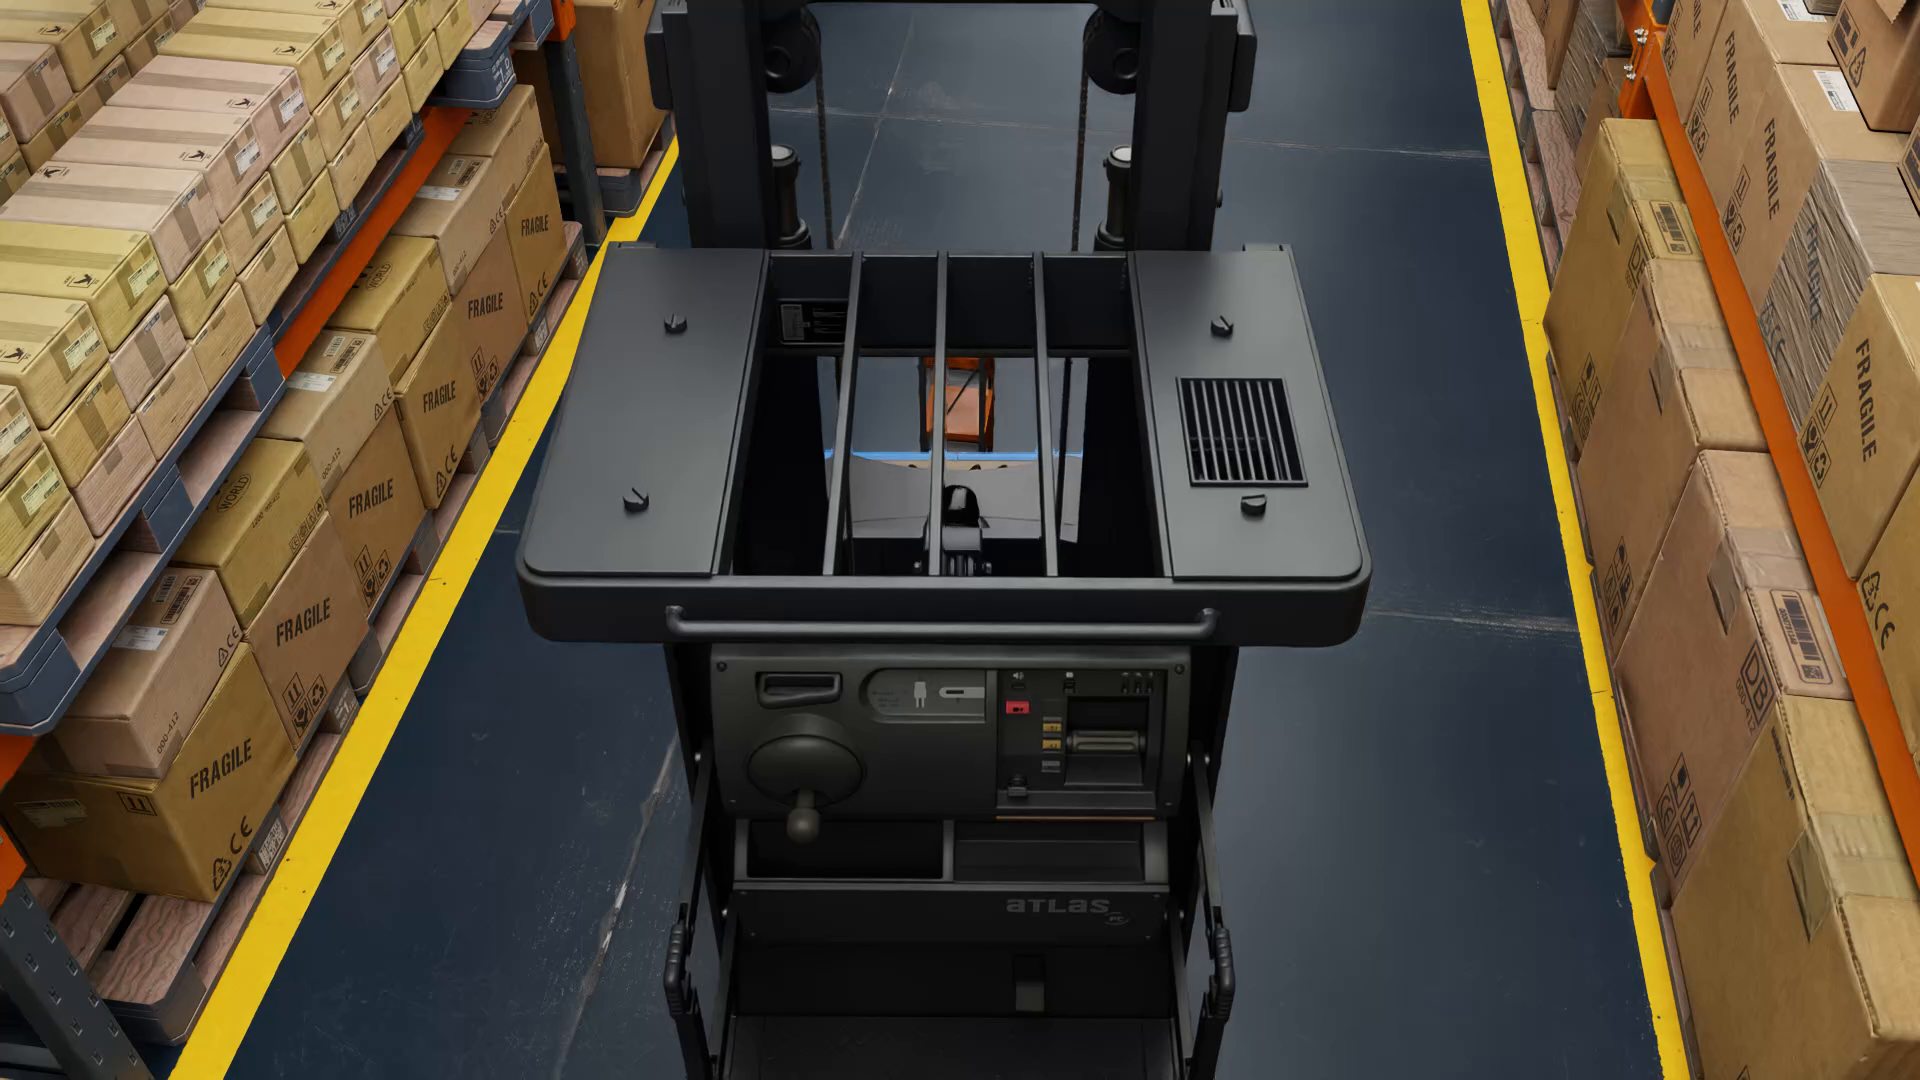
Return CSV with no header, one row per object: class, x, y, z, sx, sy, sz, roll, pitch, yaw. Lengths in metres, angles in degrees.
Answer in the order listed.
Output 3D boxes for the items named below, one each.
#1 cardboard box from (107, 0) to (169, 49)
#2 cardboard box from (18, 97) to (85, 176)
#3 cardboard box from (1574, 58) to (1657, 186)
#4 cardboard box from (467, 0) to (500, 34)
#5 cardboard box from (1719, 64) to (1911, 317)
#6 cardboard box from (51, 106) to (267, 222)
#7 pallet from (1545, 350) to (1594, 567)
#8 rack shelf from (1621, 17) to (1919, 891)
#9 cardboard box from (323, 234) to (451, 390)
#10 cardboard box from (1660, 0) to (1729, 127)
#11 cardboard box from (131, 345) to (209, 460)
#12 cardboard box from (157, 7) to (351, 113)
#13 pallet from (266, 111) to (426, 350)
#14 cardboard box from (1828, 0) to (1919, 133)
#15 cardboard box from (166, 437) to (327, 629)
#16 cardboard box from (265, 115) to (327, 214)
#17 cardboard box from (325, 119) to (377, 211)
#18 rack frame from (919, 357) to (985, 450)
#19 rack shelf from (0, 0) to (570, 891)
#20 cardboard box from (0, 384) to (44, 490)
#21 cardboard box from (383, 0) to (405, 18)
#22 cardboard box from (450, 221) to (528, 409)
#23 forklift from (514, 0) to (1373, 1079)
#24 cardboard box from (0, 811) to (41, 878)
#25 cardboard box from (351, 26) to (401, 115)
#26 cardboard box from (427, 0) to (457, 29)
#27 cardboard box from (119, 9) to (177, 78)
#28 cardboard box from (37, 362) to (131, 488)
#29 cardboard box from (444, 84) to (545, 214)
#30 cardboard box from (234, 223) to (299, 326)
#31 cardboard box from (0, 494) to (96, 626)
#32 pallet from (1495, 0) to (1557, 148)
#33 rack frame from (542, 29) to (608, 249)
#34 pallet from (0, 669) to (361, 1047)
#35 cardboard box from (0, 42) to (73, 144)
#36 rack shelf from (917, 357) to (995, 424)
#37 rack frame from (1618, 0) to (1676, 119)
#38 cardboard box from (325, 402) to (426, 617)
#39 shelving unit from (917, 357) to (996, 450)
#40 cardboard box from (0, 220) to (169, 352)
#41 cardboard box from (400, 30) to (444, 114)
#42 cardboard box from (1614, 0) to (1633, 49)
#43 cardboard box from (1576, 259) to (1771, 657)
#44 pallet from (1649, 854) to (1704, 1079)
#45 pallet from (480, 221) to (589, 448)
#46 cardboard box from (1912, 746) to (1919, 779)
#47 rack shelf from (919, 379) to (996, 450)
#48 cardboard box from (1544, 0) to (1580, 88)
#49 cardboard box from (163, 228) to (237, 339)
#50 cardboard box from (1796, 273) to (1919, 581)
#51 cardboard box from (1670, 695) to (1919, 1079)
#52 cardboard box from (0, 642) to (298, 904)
cardboard box,-2.441,-1.494,4.590,0.380,0.149,0.250,6,44,7
cardboard box,-2.517,-1.041,4.328,0.380,0.149,0.250,5,44,6
cardboard box,2.956,-1.600,6.757,0.700,0.500,0.500,3,44,3
cardboard box,-1.693,-1.749,5.292,0.380,0.149,0.250,6,44,6
cardboard box,2.424,-0.919,4.466,0.500,0.500,0.500,5,44,5
cardboard box,-1.900,-0.897,3.960,0.380,0.149,0.250,5,44,5
pallet,2.709,-0.347,5.963,1.003,0.211,1.213,5,44,6
rack shelf,2.623,-0.266,4.372,1.077,0.370,4.000,5,44,6
cardboard box,-1.985,-0.747,5.324,0.500,0.250,0.500,6,44,6
cardboard box,2.554,-1.620,5.206,0.500,0.500,0.500,6,44,7
cardboard box,-1.968,-0.331,3.795,0.380,0.149,0.250,6,44,6
cardboard box,-1.834,-1.253,4.336,0.380,0.149,0.250,6,44,7
pallet,-2.236,-0.987,4.750,1.003,0.211,1.213,5,44,6
cardboard box,2.686,-1.350,4.192,0.797,0.503,0.637,6,44,6
cardboard box,-2.117,-0.043,4.581,0.500,0.250,0.500,6,44,7
cardboard box,-1.868,-0.974,4.258,0.380,0.149,0.250,5,44,5
cardboard box,-1.832,-1.033,4.537,0.380,0.149,0.250,3,44,4
rack frame,-0.023,-0.262,5.263,0.200,1.050,0.008,5,44,6
rack shelf,-2.280,-0.785,4.921,1.077,0.370,4.000,5,44,6
cardboard box,-2.036,-0.188,3.211,0.380,0.149,0.250,7,44,8
cardboard box,-1.765,-1.616,4.719,0.380,0.149,0.250,5,44,6
cardboard box,-1.916,-0.829,5.956,0.500,0.500,0.500,7,44,7
forklift,-0.018,0.485,3.106,1.130,2.935,3.031,0,43,0
cardboard box,-2.696,0.544,4.506,0.500,0.500,0.500,4,44,5
cardboard box,-1.798,-1.322,4.625,0.380,0.149,0.250,6,44,7
cardboard box,-1.729,-1.669,4.992,0.380,0.149,0.250,5,44,6
cardboard box,-2.447,-1.390,4.697,0.380,0.149,0.250,5,44,5
cardboard box,-2.004,-0.256,3.500,0.380,0.149,0.250,4,44,5
cardboard box,-1.846,-1.437,6.053,0.500,0.250,0.500,4,44,5
cardboard box,-1.901,-0.675,4.159,0.380,0.149,0.250,3,44,4
cardboard box,-2.036,0.028,3.416,0.380,0.149,0.250,3,44,3
pallet,3.156,-2.239,7.961,1.003,0.211,1.213,5,44,6
rack frame,-2.015,-2.410,6.113,1.000,3.000,0.127,5,44,6
pallet,-2.443,0.798,4.753,1.003,0.211,1.213,5,44,6
cardboard box,-2.511,-1.140,4.217,0.380,0.149,0.250,3,44,4
rack shelf,-0.007,-0.543,5.163,0.215,0.259,0.240,5,44,6
rack frame,2.888,-1.890,5.564,1.000,3.000,0.127,5,44,6
cardboard box,-2.059,-0.127,5.215,0.500,0.500,0.500,6,44,6
shelving unit,-0.007,-0.345,5.351,0.215,1.050,0.252,5,44,6
cardboard box,-1.969,-0.553,3.596,0.380,0.149,0.250,6,44,6
cardboard box,-1.764,-1.395,4.919,0.380,0.149,0.250,3,44,4
cardboard box,3.007,-2.236,6.883,0.500,0.250,0.500,10,44,10
cardboard box,2.650,-0.196,5.015,1.225,0.875,0.875,5,44,6
pallet,2.386,1.316,4.207,1.003,0.211,1.213,5,44,6
pallet,-2.120,-0.865,6.510,1.003,0.211,1.213,5,44,6
cardboard box,2.150,0.456,3.014,0.500,0.500,0.500,5,44,6
rack shelf,-0.007,-0.337,5.358,0.215,0.259,0.240,5,44,6
cardboard box,3.085,-2.367,7.566,0.700,0.500,0.500,9,44,9
cardboard box,-1.936,-0.610,3.873,0.380,0.149,0.250,4,44,4
cardboard box,2.284,-0.237,3.746,0.500,0.500,0.500,5,44,5
cardboard box,2.424,1.017,3.734,1.225,0.875,0.875,5,44,6
cardboard box,-2.184,0.592,4.456,0.500,0.500,0.500,7,44,7
